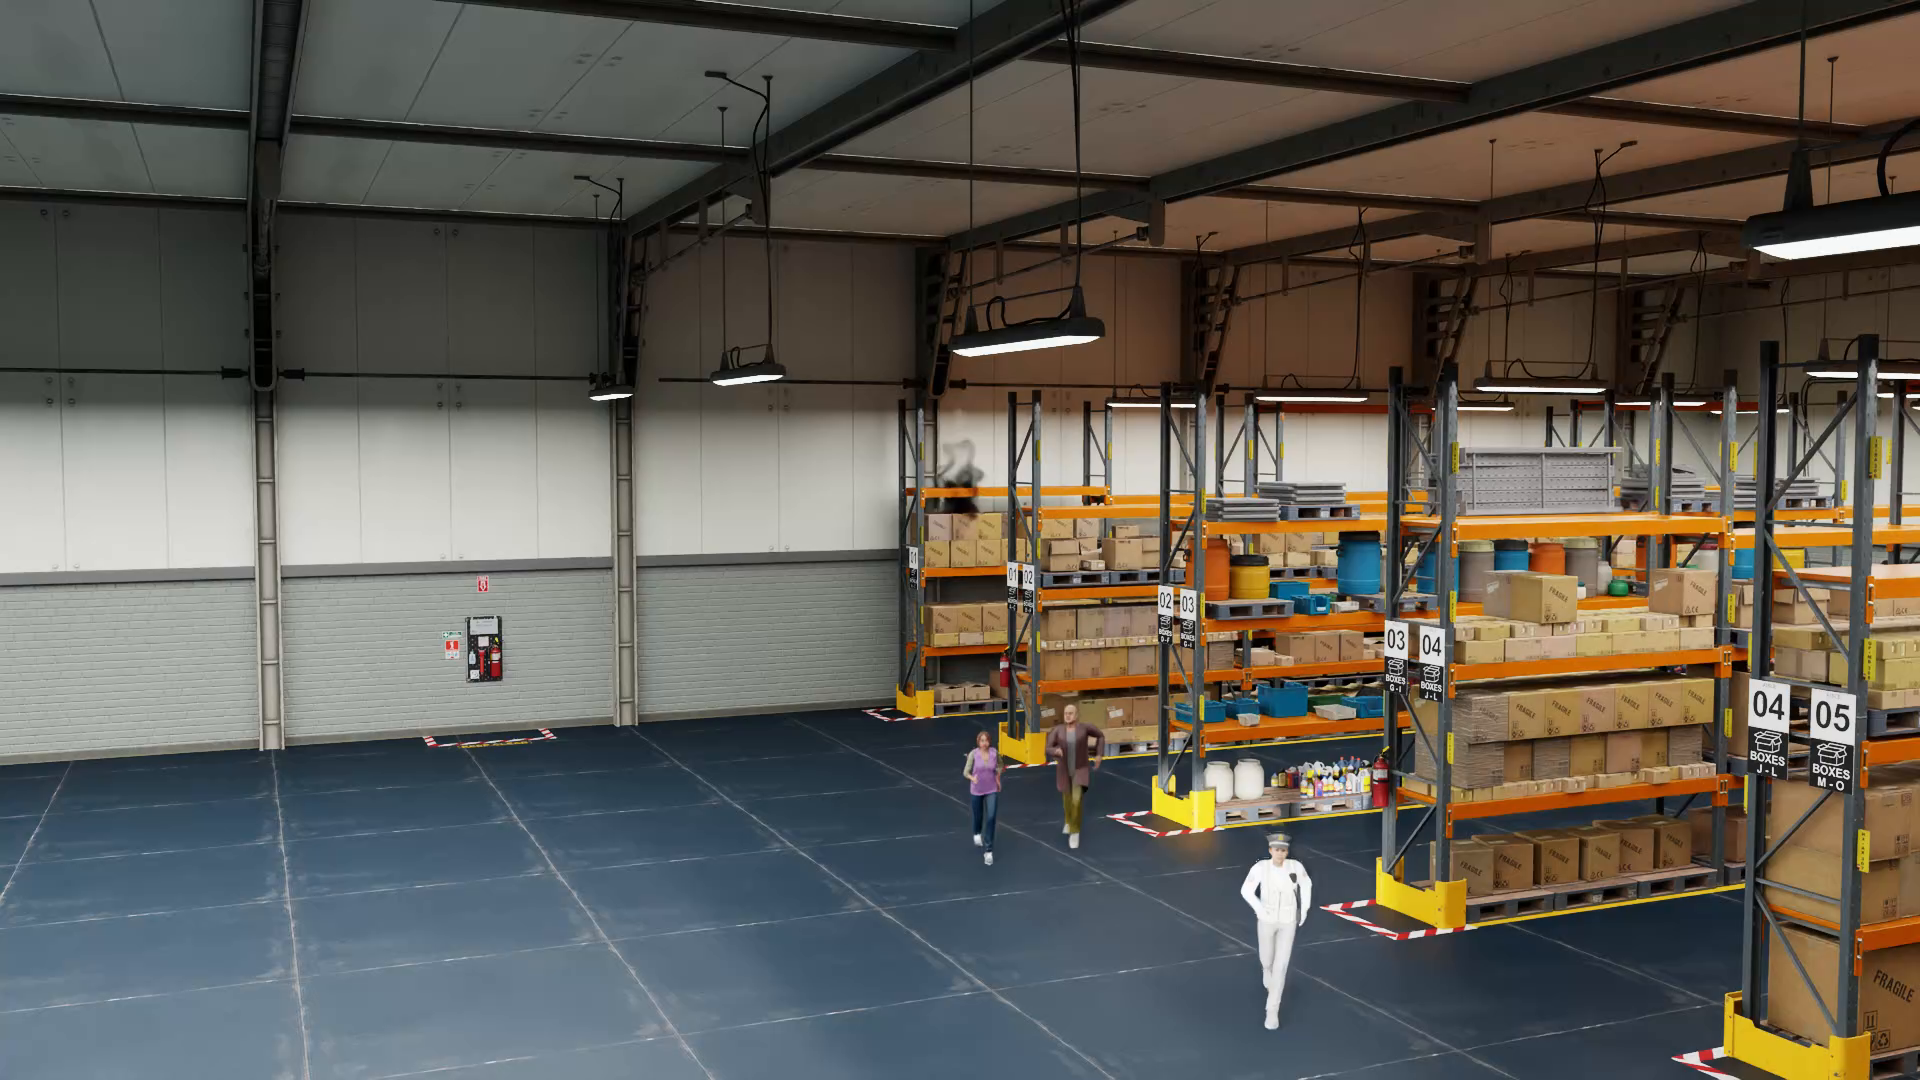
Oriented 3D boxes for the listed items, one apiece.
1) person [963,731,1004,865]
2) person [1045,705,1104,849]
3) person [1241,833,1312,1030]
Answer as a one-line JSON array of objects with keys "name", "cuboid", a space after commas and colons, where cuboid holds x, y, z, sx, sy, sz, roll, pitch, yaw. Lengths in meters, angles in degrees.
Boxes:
[{"name": "person", "cuboid": [0.292, 3.152, 20.699, 0.516, 1.605, 0.855, 0, 3, -4]}, {"name": "person", "cuboid": [1.481, 3.025, 21.454, 0.729, 1.829, 0.976, 1, 4, 17]}, {"name": "person", "cuboid": [2.865, 3.450, 15.044, 0.639, 1.687, 0.929, 0, 3, 7]}]
